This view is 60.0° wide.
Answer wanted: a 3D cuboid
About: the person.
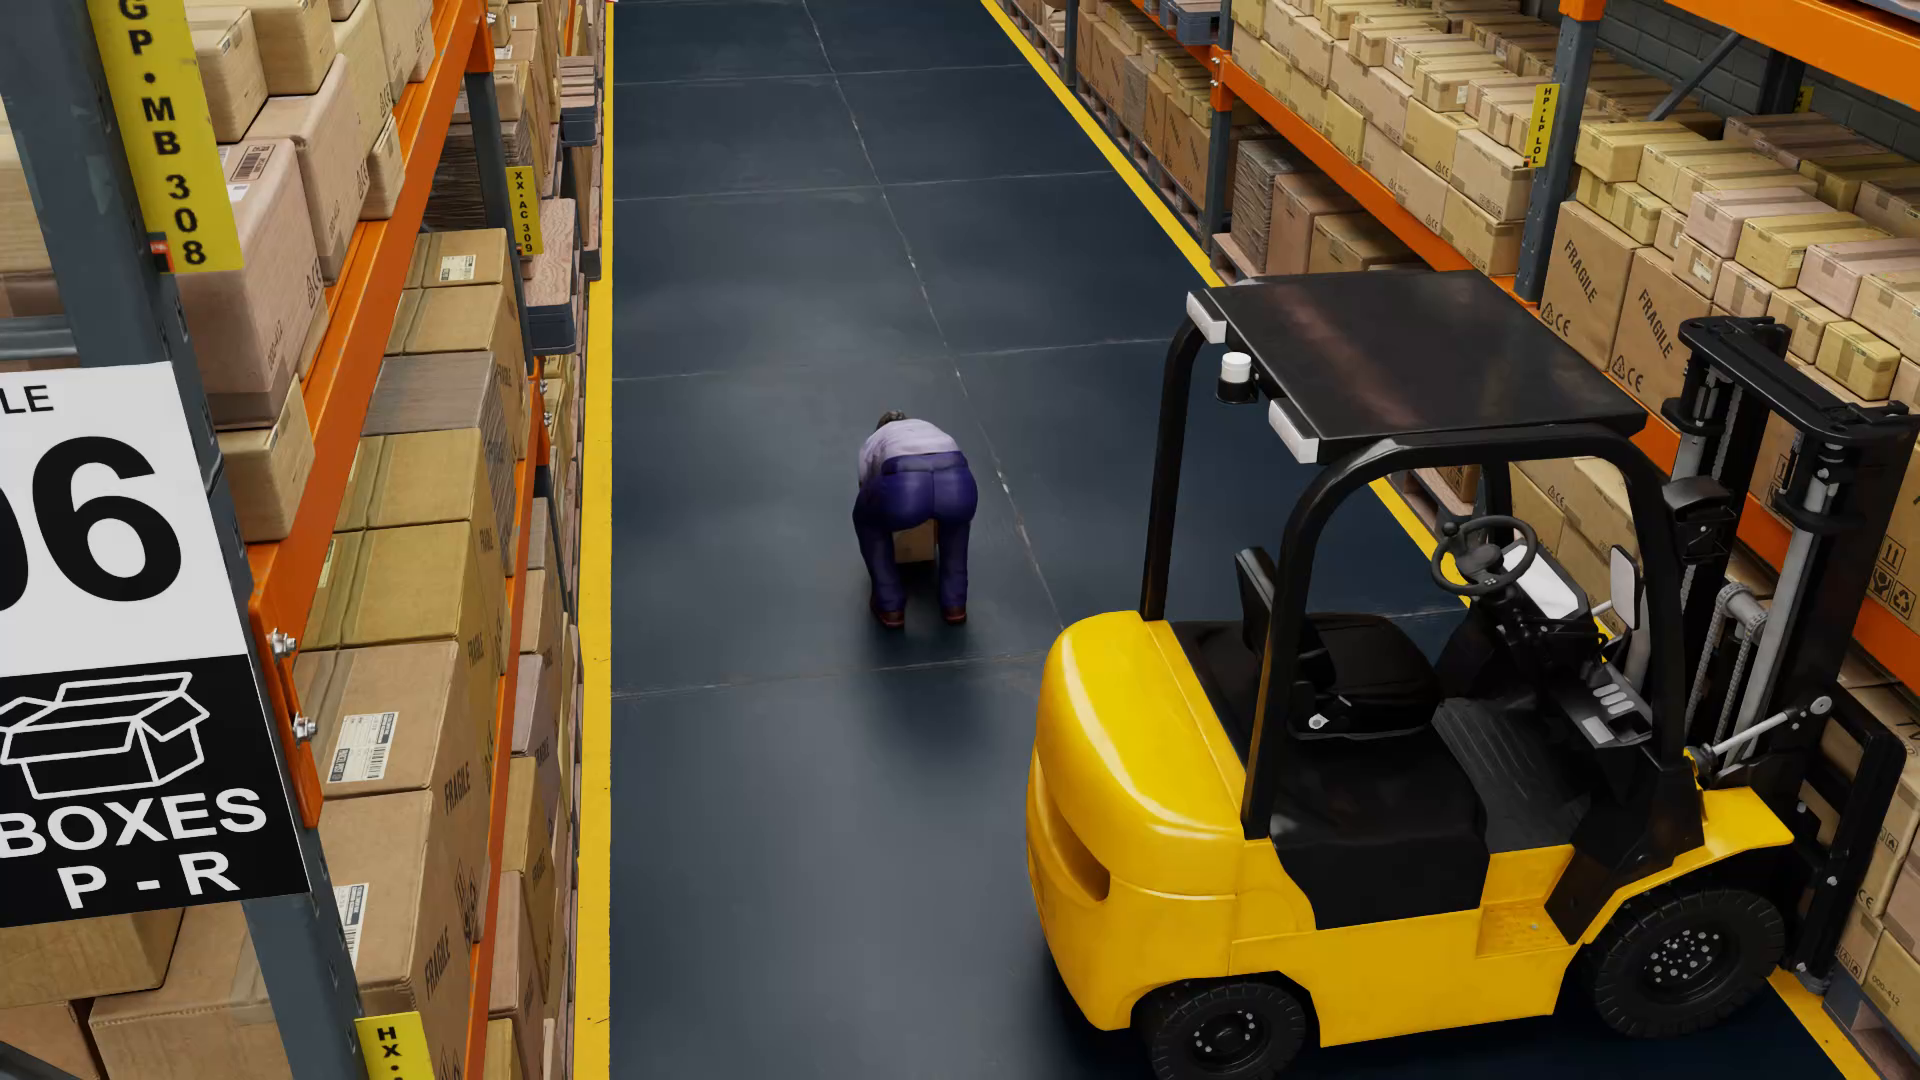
[{"bbox_3d":[-0.208,-0.138,7.154,0.519,0.854,0.899,-7,32,-11],"label":"person"}]
